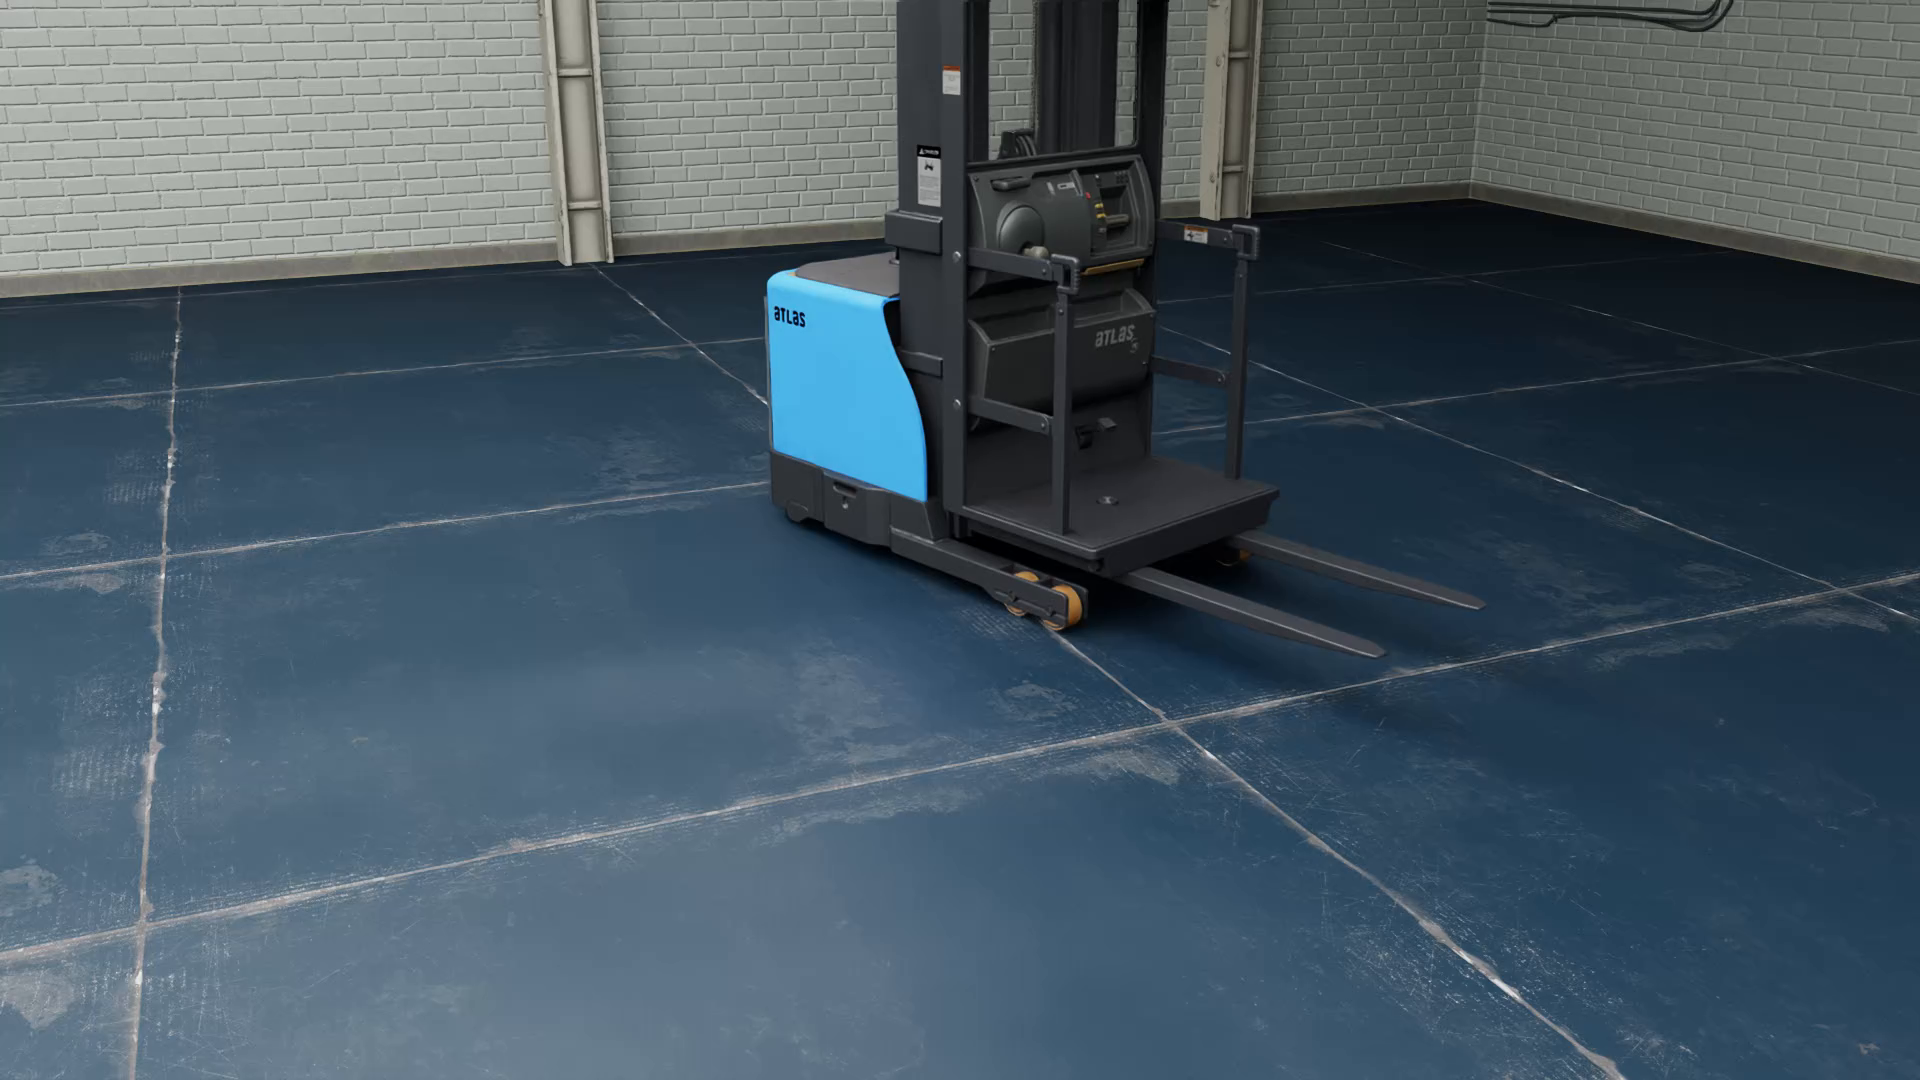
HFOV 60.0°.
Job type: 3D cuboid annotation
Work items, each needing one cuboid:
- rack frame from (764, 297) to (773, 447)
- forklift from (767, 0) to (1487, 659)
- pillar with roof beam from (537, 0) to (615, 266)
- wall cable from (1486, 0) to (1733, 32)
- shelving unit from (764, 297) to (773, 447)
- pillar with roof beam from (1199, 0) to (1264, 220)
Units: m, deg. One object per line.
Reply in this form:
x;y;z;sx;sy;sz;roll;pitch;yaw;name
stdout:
-0.784;-0.626;7.445;0.006;0.900;0.240;-18;26;-41;rack frame
0.543;-1.242;6.137;1.130;2.935;3.031;-17;26;-40;forklift
-1.312;-5.185;8.198;0.400;9.000;9.100;-8;21;-22;pillar with roof beam
5.721;-5.806;14.639;0.112;2.526;3.097;-8;21;-22;wall cable
-0.711;-0.650;7.512;0.210;0.900;0.258;-18;26;-41;shelving unit
4.197;-5.974;10.439;0.400;9.000;9.100;-8;21;-22;pillar with roof beam
